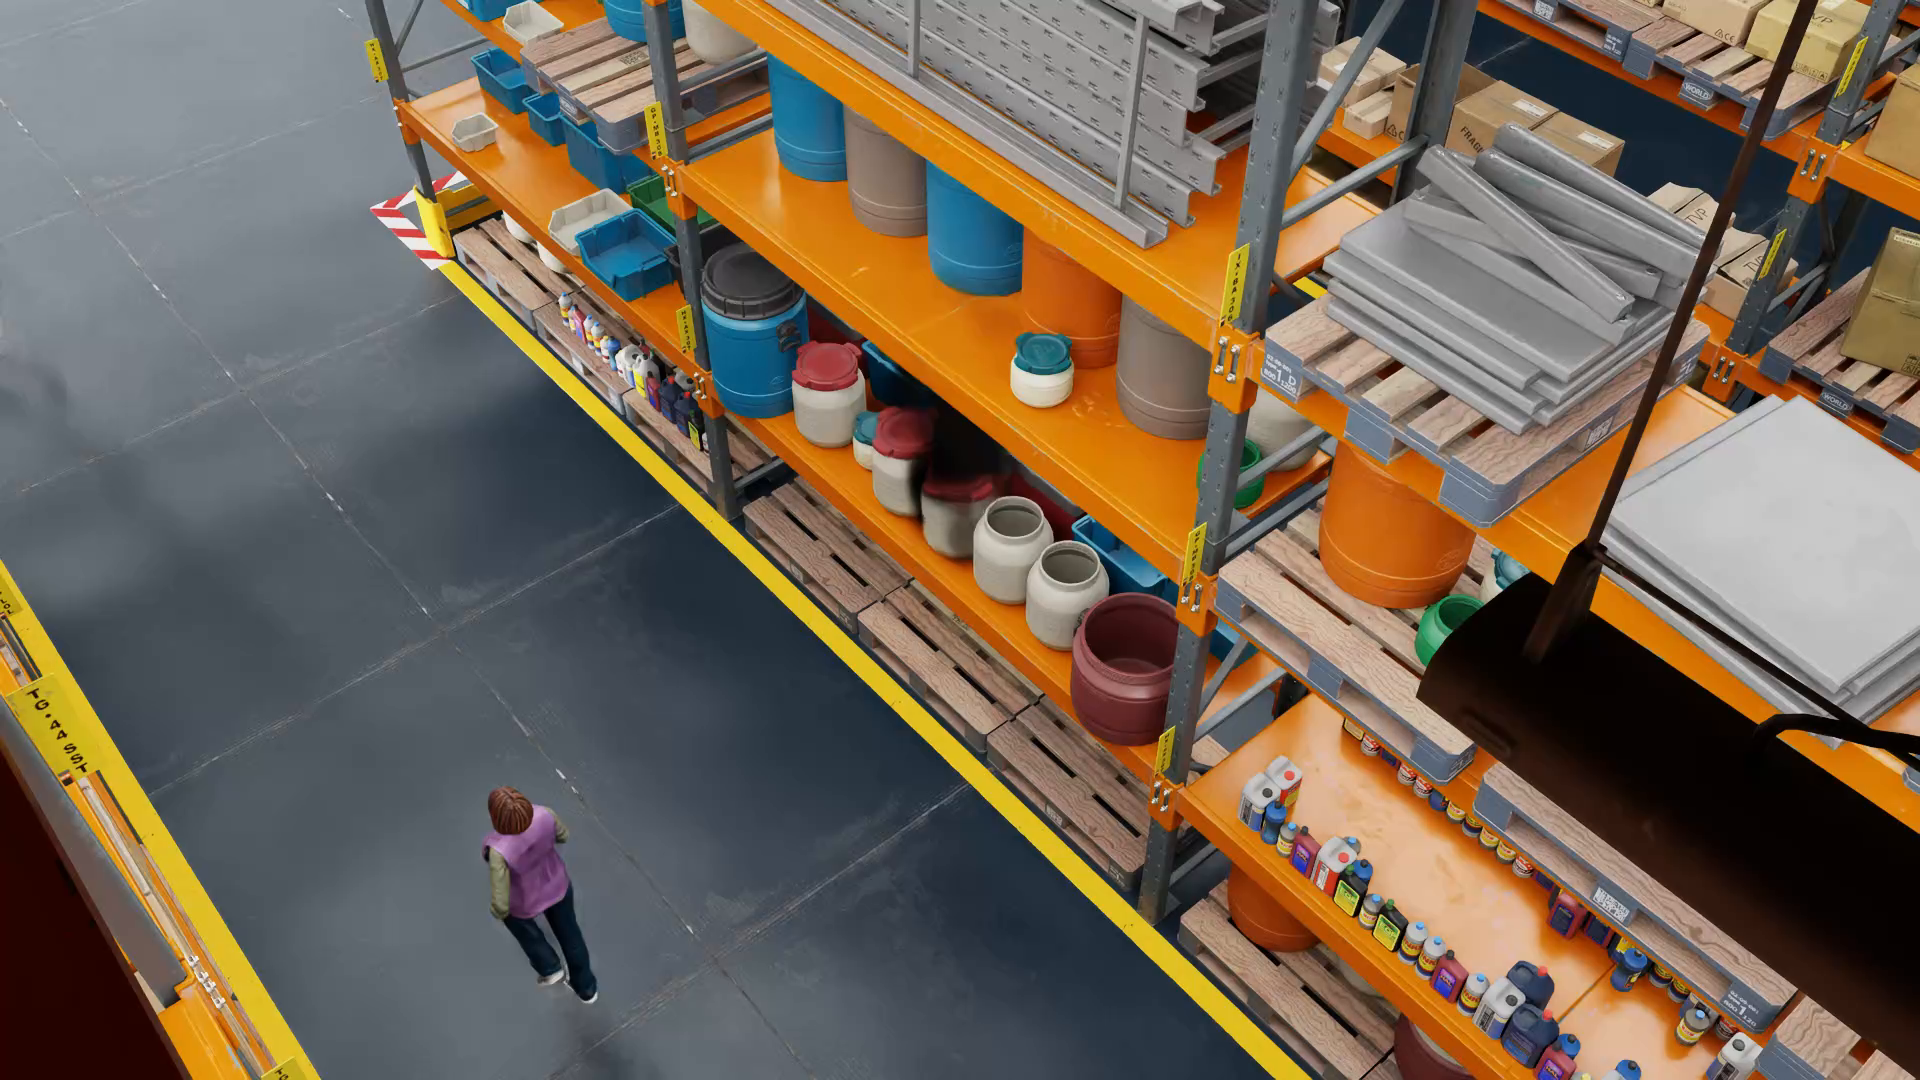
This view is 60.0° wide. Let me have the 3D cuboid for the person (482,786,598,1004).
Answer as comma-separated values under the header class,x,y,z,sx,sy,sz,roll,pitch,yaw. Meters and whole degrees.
class,x,y,z,sx,sy,sz,roll,pitch,yaw
person,-2.050,1.671,7.921,0.515,1.653,0.623,-33,55,-28
